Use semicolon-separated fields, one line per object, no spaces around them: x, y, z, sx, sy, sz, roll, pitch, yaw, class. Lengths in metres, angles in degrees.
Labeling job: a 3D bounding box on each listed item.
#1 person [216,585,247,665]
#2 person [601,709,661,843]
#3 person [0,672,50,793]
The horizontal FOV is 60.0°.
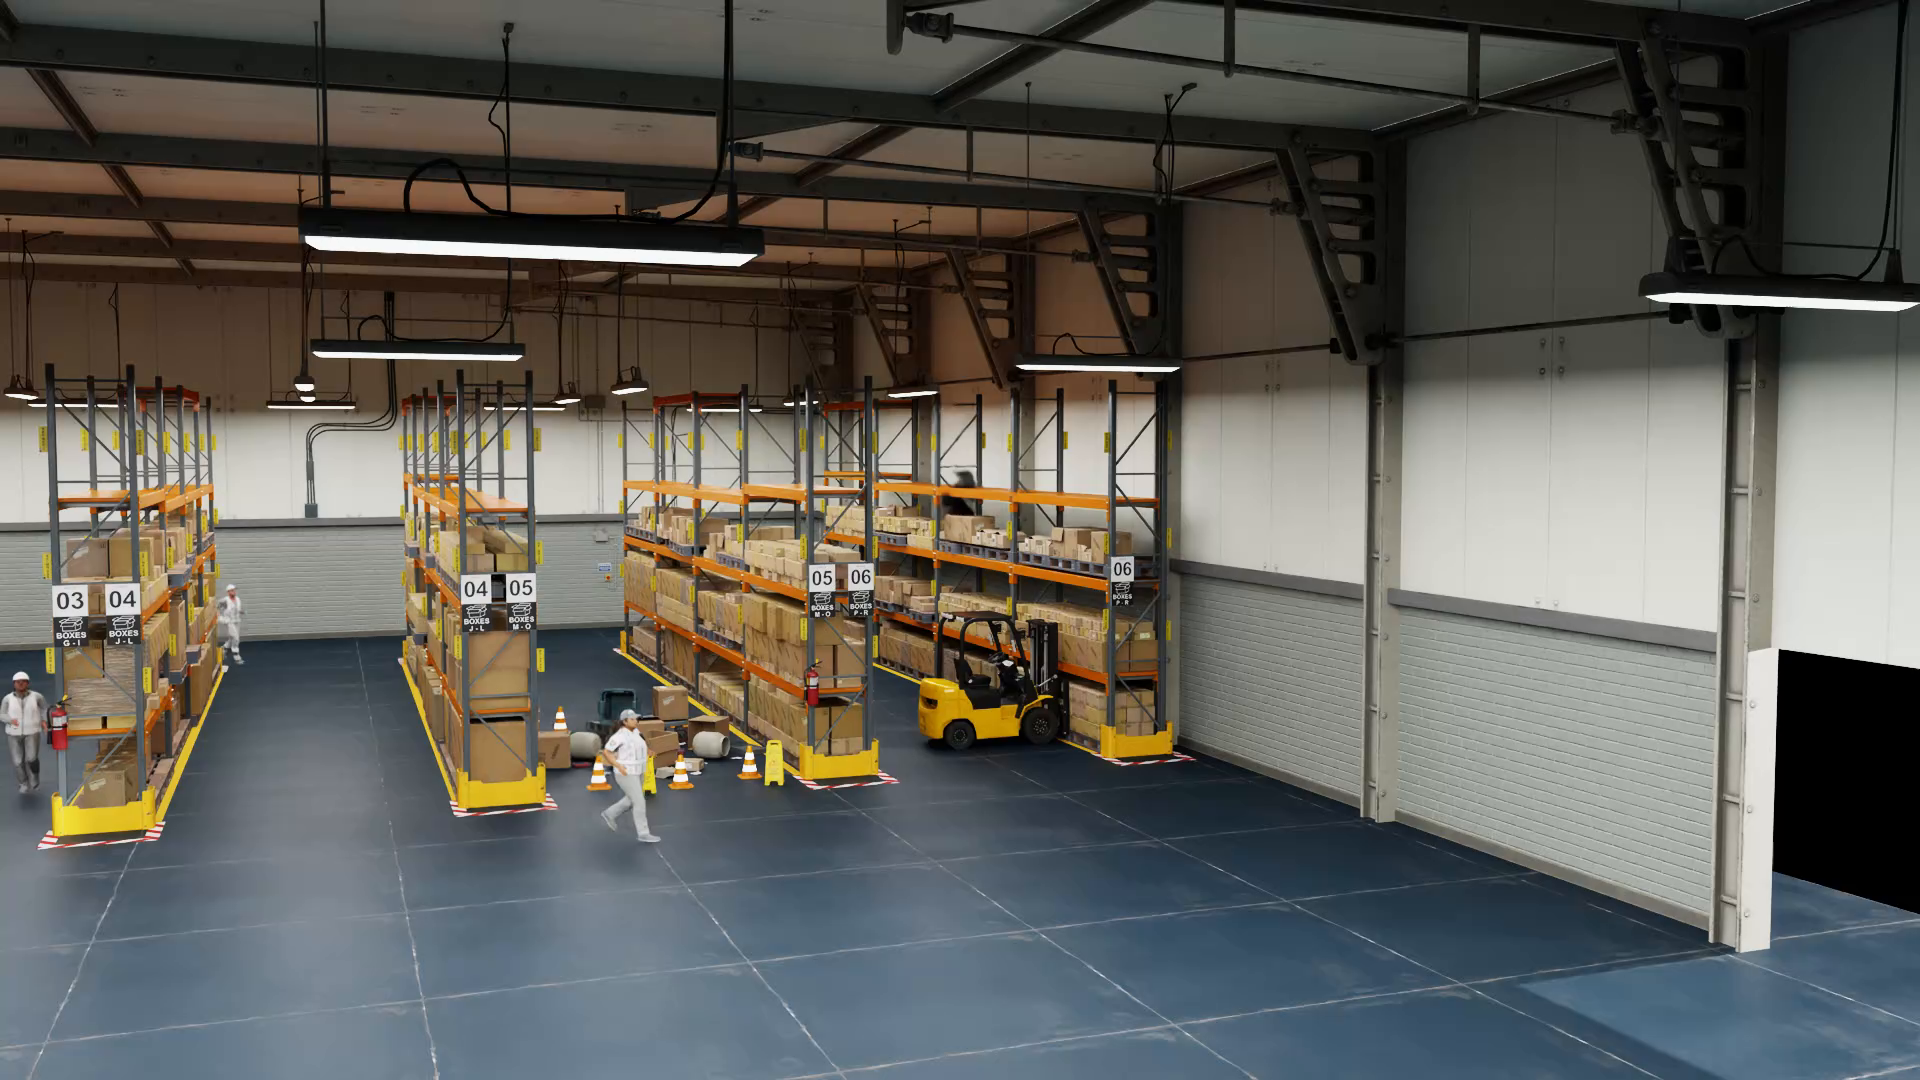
-16.557;1.912;37.746;0.861;1.803;0.655;1;4;22;person
-4.159;2.949;20.903;0.913;1.631;0.615;1;4;18;person
-13.306;2.744;23.649;0.643;1.732;0.603;-2;4;-25;person
